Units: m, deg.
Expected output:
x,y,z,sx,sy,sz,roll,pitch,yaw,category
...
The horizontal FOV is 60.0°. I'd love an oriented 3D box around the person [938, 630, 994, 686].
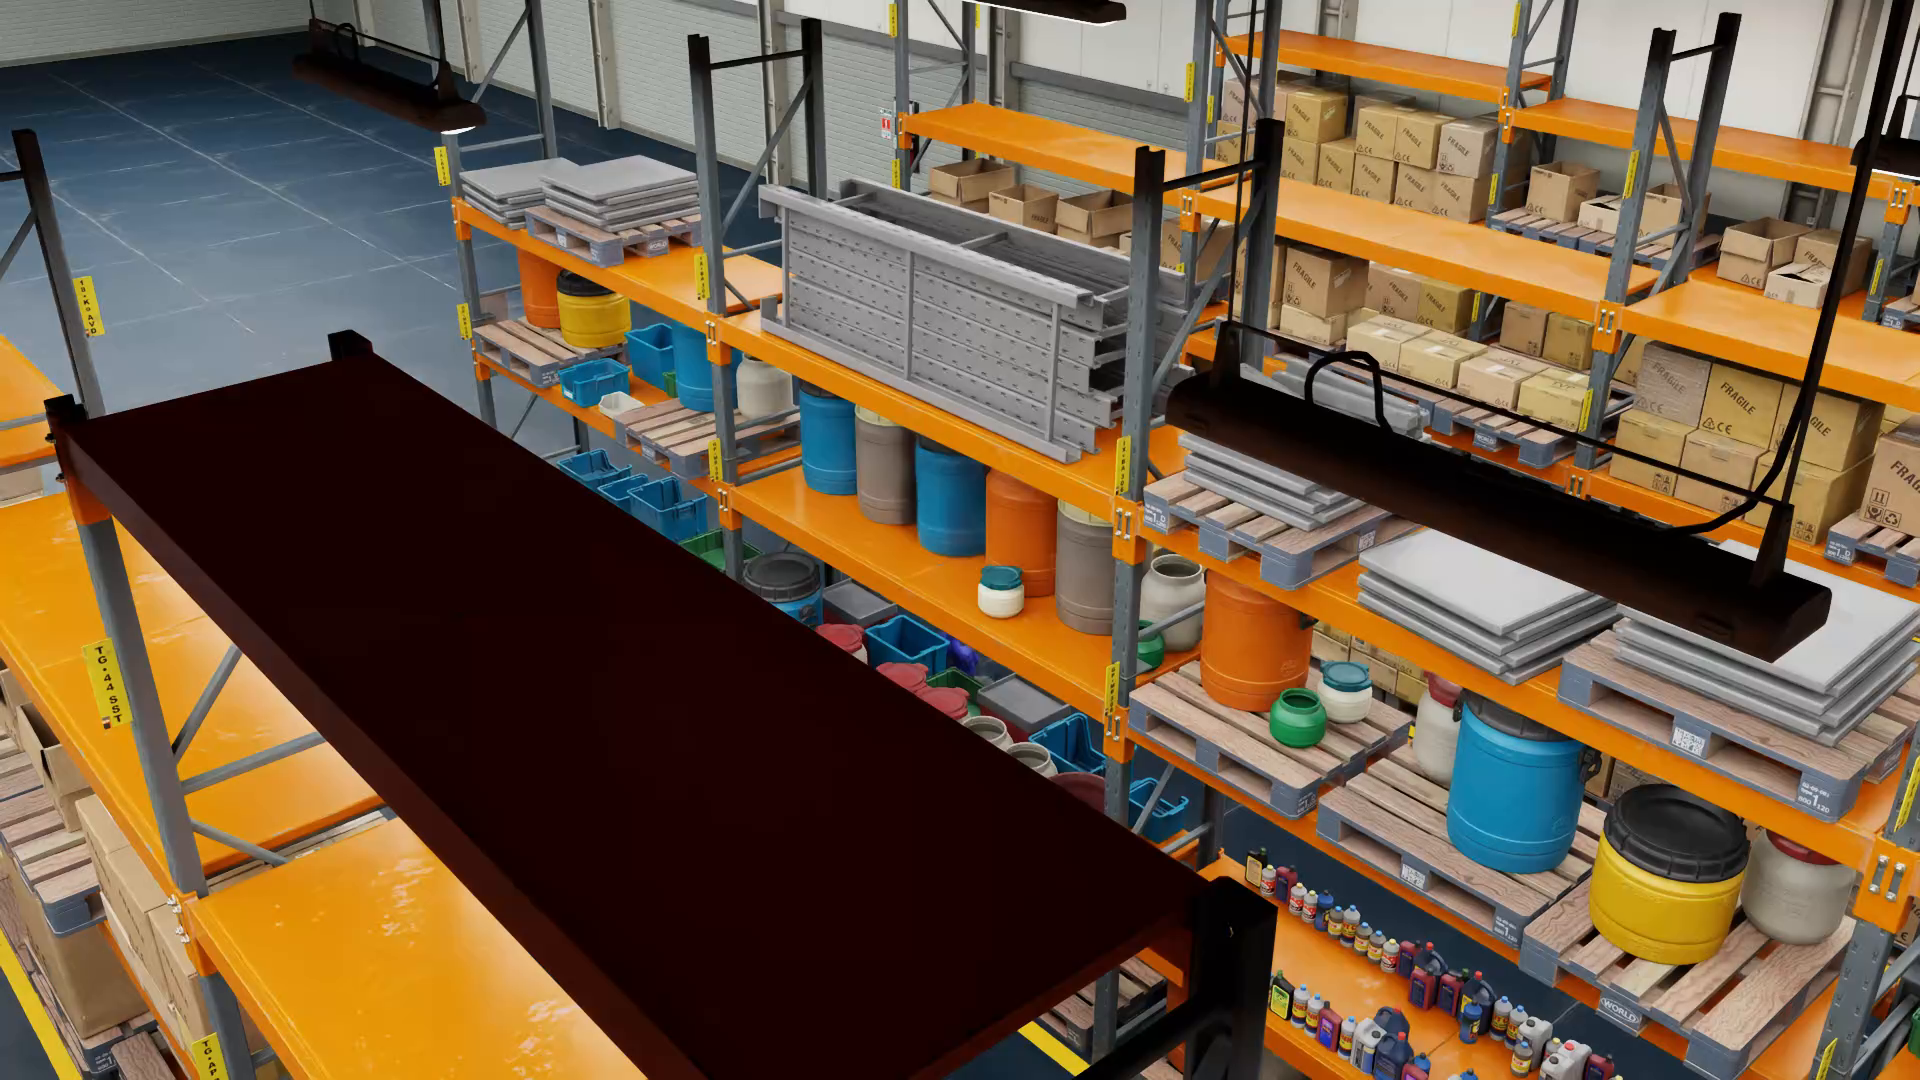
x,y,z,sx,sy,sz,roll,pitch,yaw,category
0.004,1.125,13.217,0.818,1.403,0.483,-11,29,-21,person
